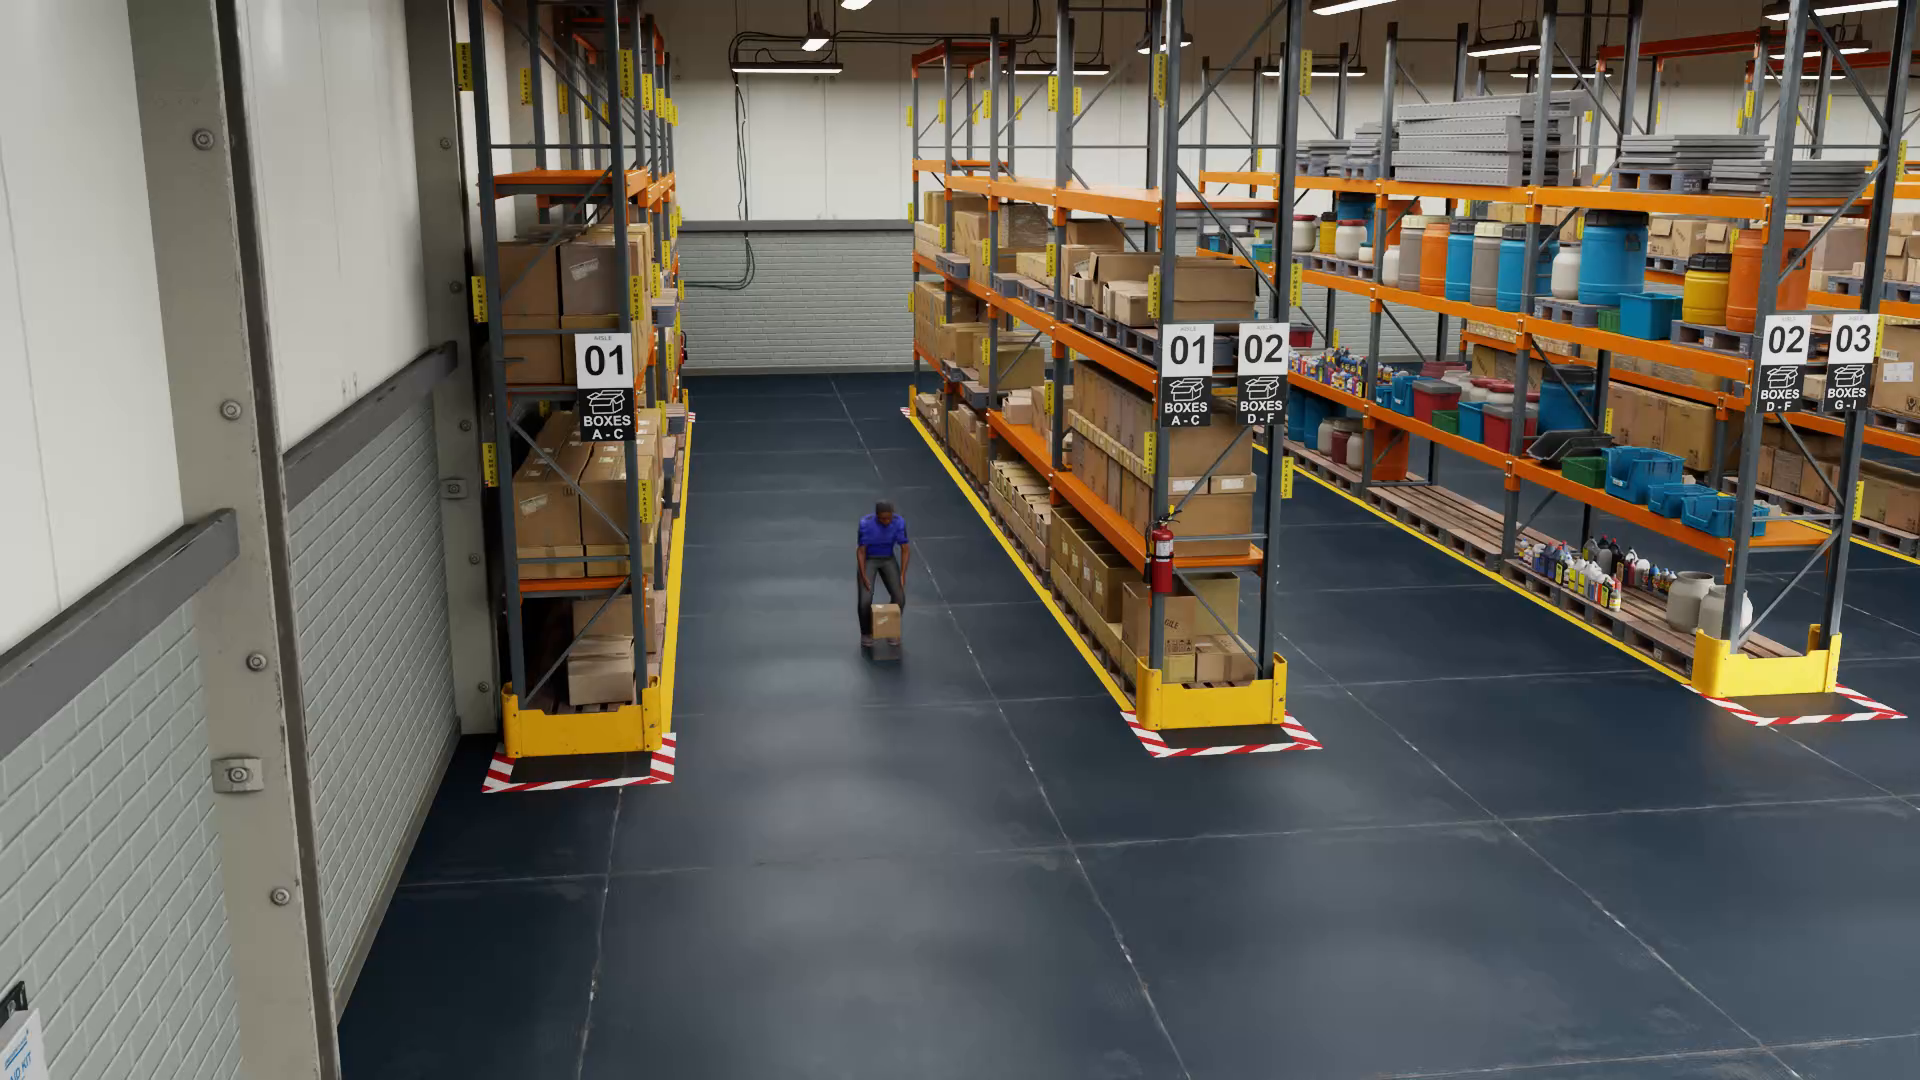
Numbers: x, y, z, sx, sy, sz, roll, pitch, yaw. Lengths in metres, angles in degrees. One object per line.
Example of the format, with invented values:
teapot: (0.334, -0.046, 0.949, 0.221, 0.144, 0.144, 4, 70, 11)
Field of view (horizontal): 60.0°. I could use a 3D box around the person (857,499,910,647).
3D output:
person: (-0.707, 0.284, 15.346, 0.494, 1.417, 0.499, -2, 13, -8)
